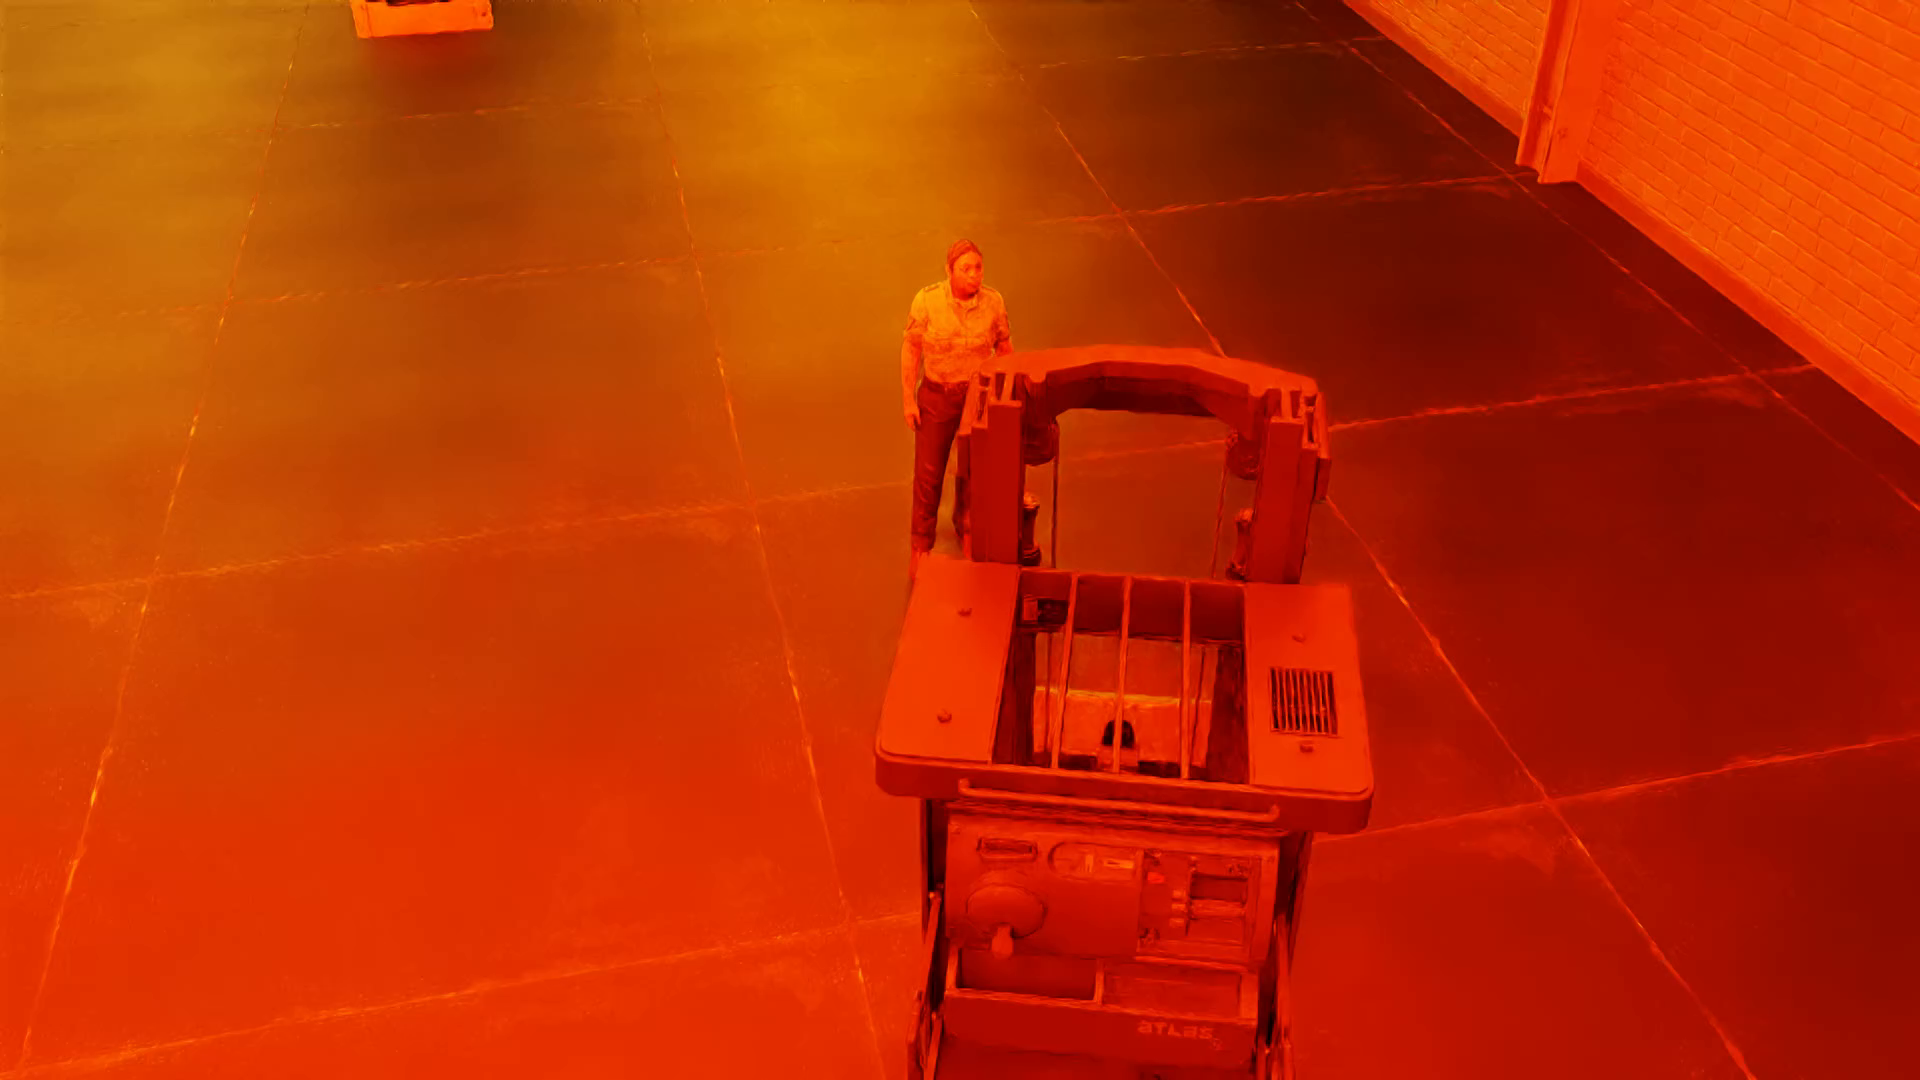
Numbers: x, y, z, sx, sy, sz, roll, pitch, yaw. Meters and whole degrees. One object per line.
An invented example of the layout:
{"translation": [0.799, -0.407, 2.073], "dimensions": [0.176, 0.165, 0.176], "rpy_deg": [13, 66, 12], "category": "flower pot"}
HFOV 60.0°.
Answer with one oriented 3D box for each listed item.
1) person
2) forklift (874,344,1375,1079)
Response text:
{"translation": [-0.002, -0.620, 7.999], "dimensions": [0.599, 1.650, 0.502], "rpy_deg": [-8, 36, -11], "category": "person"}
{"translation": [0.400, 1.081, 4.549], "dimensions": [1.130, 2.935, 3.031], "rpy_deg": [4, 36, 6], "category": "forklift"}
